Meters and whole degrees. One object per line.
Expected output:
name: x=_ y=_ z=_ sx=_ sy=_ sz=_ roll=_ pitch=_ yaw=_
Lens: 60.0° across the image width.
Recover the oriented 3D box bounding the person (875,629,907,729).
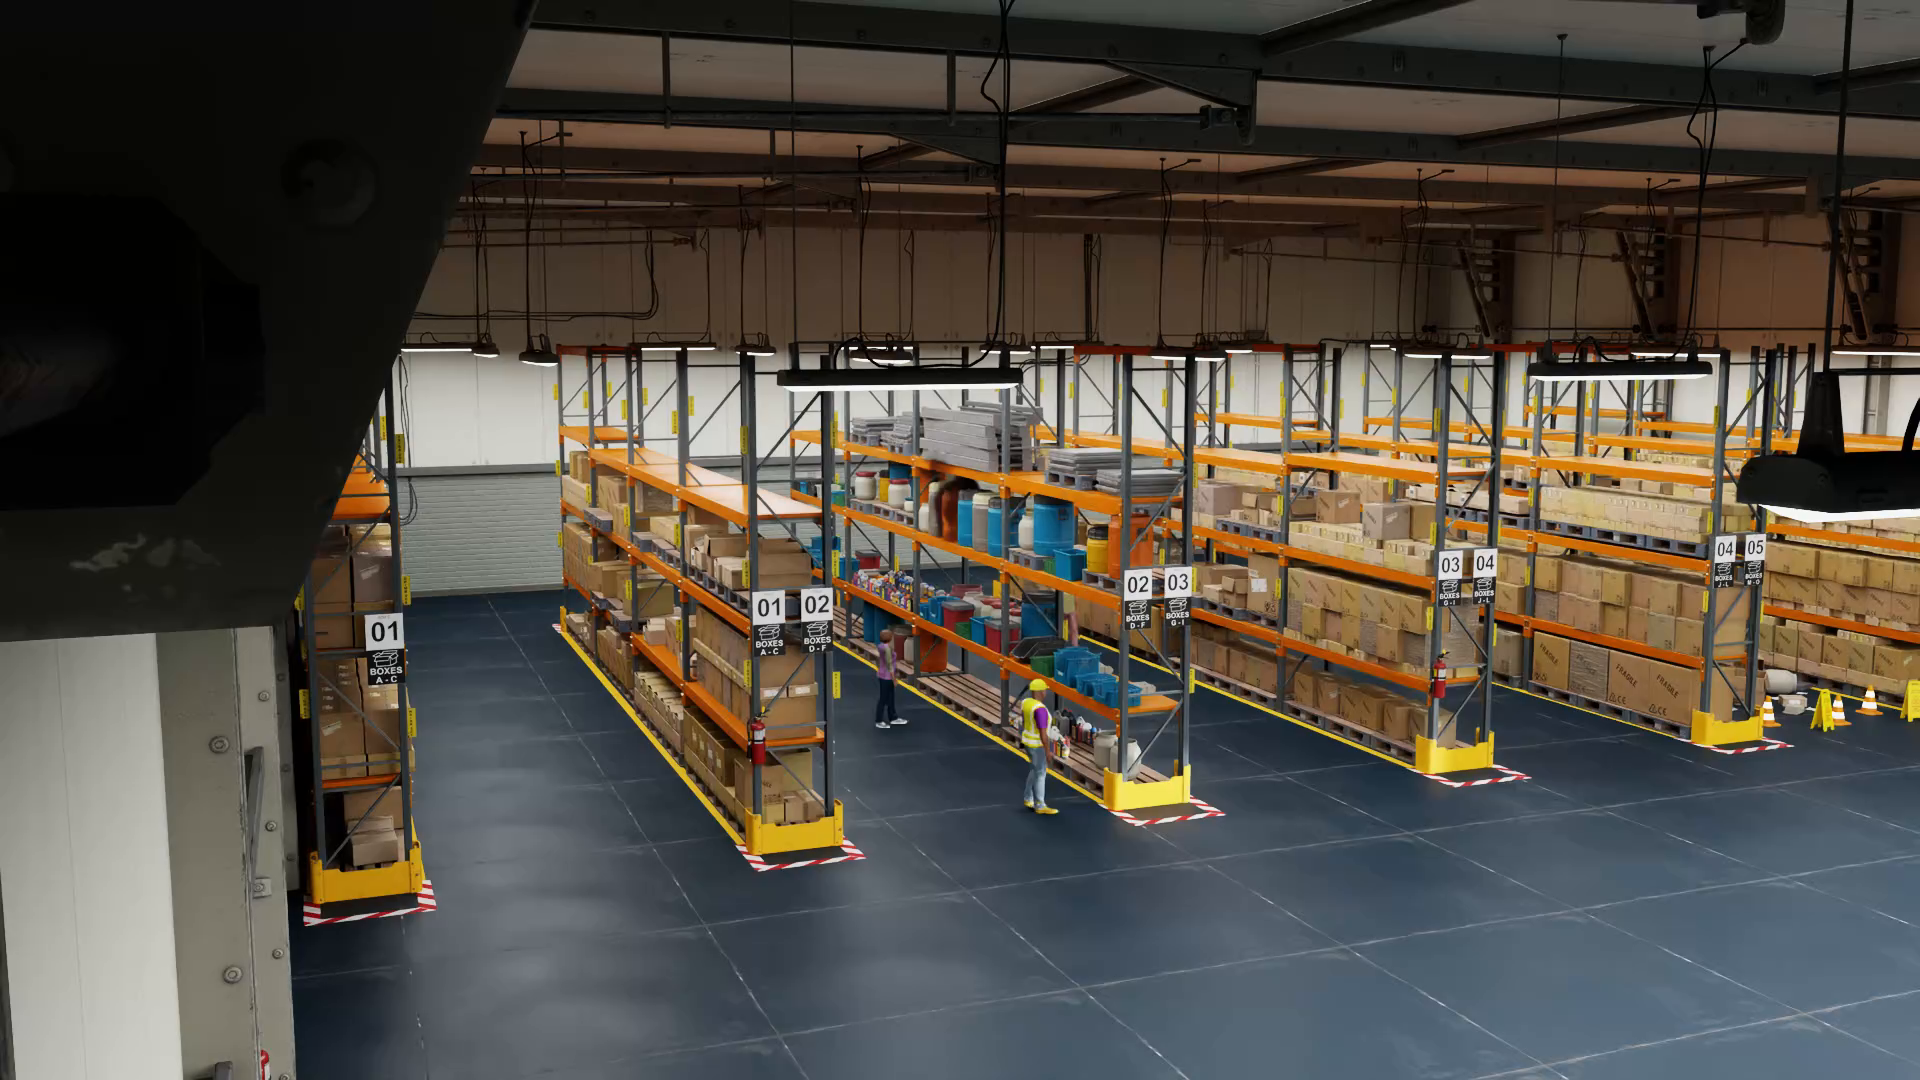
person: x=-1.096 y=2.233 z=26.392 sx=0.516 sy=1.497 sz=0.475 roll=0 pitch=7 yaw=-4

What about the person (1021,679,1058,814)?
person: x=1.035 y=2.730 z=21.829 sx=0.400 sy=1.840 sz=0.672 roll=-3 pitch=8 yaw=-20

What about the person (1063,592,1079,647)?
person: x=2.100 y=1.407 z=32.468 sx=0.559 sy=1.624 sz=1.014 roll=-2 pitch=8 yaw=-16

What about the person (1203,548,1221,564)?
person: x=6.642 y=-0.128 z=44.107 sx=0.540 sy=1.702 sz=0.612 roll=4 pitch=8 yaw=29
